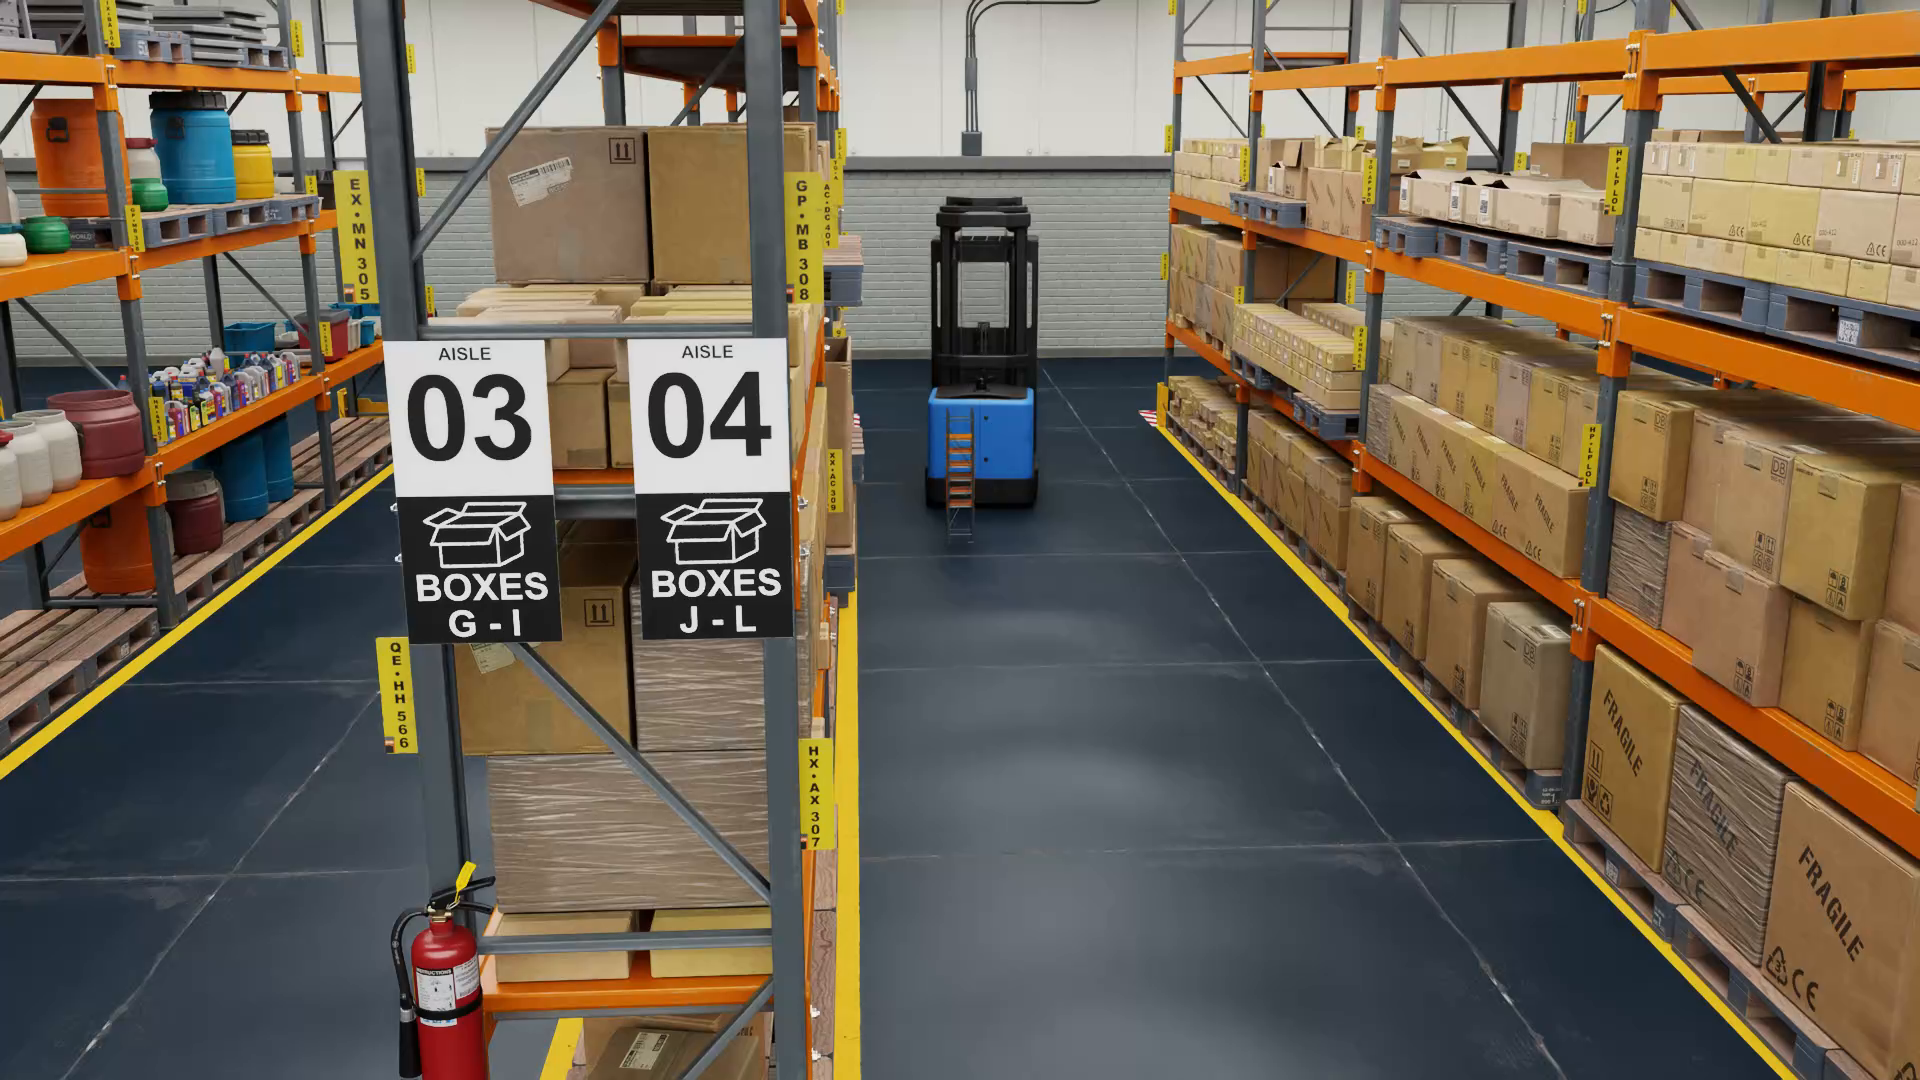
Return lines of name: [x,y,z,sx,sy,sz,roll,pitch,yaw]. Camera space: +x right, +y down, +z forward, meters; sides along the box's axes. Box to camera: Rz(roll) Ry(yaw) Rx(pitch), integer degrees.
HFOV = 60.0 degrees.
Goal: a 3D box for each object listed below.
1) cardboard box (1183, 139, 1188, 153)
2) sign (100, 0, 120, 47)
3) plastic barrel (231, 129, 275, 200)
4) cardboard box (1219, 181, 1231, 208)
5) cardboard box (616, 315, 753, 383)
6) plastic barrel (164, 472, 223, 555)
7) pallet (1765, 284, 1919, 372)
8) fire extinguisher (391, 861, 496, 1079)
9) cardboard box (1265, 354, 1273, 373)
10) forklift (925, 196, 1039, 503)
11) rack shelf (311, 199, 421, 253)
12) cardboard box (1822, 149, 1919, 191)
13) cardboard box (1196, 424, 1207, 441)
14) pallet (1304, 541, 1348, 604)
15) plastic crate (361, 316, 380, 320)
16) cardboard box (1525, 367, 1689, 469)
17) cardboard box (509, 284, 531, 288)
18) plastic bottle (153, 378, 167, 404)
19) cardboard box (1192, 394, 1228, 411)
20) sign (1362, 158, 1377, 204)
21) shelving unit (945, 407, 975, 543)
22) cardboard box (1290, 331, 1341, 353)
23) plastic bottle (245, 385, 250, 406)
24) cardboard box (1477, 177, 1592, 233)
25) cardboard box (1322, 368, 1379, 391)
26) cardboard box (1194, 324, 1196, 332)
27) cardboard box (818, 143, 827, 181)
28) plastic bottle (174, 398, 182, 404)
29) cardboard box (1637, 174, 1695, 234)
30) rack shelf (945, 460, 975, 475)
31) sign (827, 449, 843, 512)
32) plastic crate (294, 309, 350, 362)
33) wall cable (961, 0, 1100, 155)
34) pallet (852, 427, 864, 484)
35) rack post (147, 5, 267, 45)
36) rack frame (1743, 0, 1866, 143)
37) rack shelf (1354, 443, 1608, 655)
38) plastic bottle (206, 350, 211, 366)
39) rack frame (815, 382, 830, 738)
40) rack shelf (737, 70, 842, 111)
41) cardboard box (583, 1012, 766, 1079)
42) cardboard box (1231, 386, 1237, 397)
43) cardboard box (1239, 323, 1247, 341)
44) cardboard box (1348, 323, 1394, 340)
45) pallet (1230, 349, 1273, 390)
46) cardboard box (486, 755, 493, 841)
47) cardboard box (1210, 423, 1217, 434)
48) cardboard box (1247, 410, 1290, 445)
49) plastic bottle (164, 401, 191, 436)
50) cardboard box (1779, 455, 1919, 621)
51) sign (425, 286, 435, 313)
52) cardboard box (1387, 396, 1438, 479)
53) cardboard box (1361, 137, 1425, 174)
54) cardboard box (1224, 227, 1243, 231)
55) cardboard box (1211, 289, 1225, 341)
cardboard box: [2.762,-4.504,18.990,0.380,0.149,0.250,-1,14,-4]
sign: [-5.828,-3.547,11.400,0.100,0.325,0.005,-1,14,-3]
plastic barrel: [-6.365,-3.306,14.615,0.600,0.588,0.600,0,14,0]
cardboard box: [2.956,-3.533,17.018,0.500,0.250,0.500,-1,14,-4]
cardboard box: [-0.724,-0.520,4.507,0.380,0.149,0.250,-1,14,-4]
plastic barrel: [-6.494,-0.225,13.879,0.600,0.588,0.708,-1,14,-3]
pallet: [3.884,-0.824,6.368,1.003,0.211,1.213,-1,14,-3]
fire extinguisher: [-1.390,1.199,4.503,0.296,0.674,0.183,-1,14,-3]
cardboard box: [2.927,-1.562,14.740,0.380,0.149,0.250,-1,14,-4]
forklift: [0.261,-2.088,17.258,1.130,2.935,3.031,1,14,3]
rack shelf: [-6.748,-3.384,17.583,1.077,0.370,4.000,-1,14,-3]
cardboard box: [3.549,-1.416,6.349,0.380,0.149,0.250,-1,14,-4]
cardboard box: [2.850,-1.208,18.580,0.380,0.149,0.250,-1,14,-3]
pallet: [3.477,0.241,13.668,1.003,0.211,1.213,-1,14,-3]
plastic crate: [-6.641,-2.479,19.048,0.396,0.136,0.243,-1,14,-3]
cardboard box: [3.701,-0.705,9.538,0.700,0.500,0.500,-1,14,-4]
cardboard box: [-1.340,-0.836,5.735,0.380,0.149,0.250,-2,15,-6]
plastic bottle: [-6.768,-1.236,14.067,0.097,0.271,0.097,0,14,0]
cardboard box: [2.823,-1.553,18.729,0.380,0.149,0.250,-1,14,-3]
sign: [2.982,-2.611,12.096,0.100,0.325,0.005,-1,14,-3]
shelving unit: [0.001,-0.577,14.863,0.258,1.200,0.189,-1,14,-3]
cardboard box: [2.977,-1.654,13.903,0.380,0.149,0.250,-1,14,-3]
plastic bottle: [-6.166,-1.257,14.292,0.097,0.201,0.097,0,14,0]
cardboard box: [3.443,-2.015,9.952,0.500,0.311,0.500,-1,14,-5]
cardboard box: [3.038,-1.257,12.957,0.380,0.149,0.250,-1,14,-2]
cardboard box: [2.886,-2.437,18.983,0.380,0.149,0.250,-1,14,-4]
cardboard box: [-1.096,-2.242,10.496,0.500,0.500,0.500,-1,14,-2]
plastic bottle: [-6.150,-0.981,13.079,0.097,0.271,0.097,0,14,0]
cardboard box: [3.522,-1.571,7.752,0.500,0.250,0.500,-1,14,-3]
rack shelf: [0.001,-0.651,14.844,0.258,0.103,0.180,-1,14,-3]
sign: [-0.644,-0.299,8.431,0.100,0.325,0.005,-1,14,-3]
plastic crate: [-6.429,-2.068,16.797,0.402,0.464,0.583,-1,14,-3]
wall cable: [1.161,-8.776,24.622,2.277,5.999,0.120,-1,14,-3]
pallet: [-1.283,-0.596,11.706,1.213,0.211,1.003,-1,14,-3]
rack post: [-6.604,-4.441,14.380,0.937,0.300,0.954,-1,14,-4]
rack frame: [8.210,-4.917,16.078,1.000,3.000,0.127,-1,14,-3]
rack shelf: [3.647,-0.070,10.721,1.077,0.370,4.000,-1,14,-3]
plastic bottle: [-7.028,-1.628,15.569,0.061,0.283,0.133,-1,14,-3]
rack frame: [-1.185,0.131,8.498,1.000,3.000,0.127,-1,14,-3]
rack shelf: [-1.805,-4.720,17.556,1.077,0.370,4.000,-1,14,-3]
cardboard box: [-1.031,1.829,6.072,0.500,0.500,0.500,3,15,11]
cardboard box: [3.367,-1.697,19.287,0.380,0.149,0.250,-1,15,-6]
cardboard box: [2.859,-1.967,15.714,0.380,0.149,0.250,-1,14,-5]
cardboard box: [3.593,-1.792,14.440,0.380,0.149,0.250,-1,14,-4]
pallet: [3.178,-1.625,15.708,1.003,0.211,1.213,-1,14,-3]
cardboard box: [-1.095,0.673,5.592,0.875,0.500,0.500,-1,14,-3]
cardboard box: [2.923,-1.211,17.995,0.380,0.149,0.250,-1,14,-2]
cardboard box: [3.058,-1.078,15.867,0.500,0.250,0.500,-2,15,-6]
plastic bottle: [-6.109,-0.955,12.968,0.152,0.276,0.135,-1,14,-3]
cardboard box: [3.847,-0.021,6.620,0.875,0.550,0.500,-1,14,-3]
sign: [-6.324,-2.869,19.829,0.100,0.325,0.005,-1,14,-3]
cardboard box: [3.316,-0.722,11.611,0.500,0.500,0.500,-1,14,-4]
cardboard box: [3.239,-2.884,12.459,0.396,0.266,0.258,-1,14,-3]
cardboard box: [3.336,-3.346,19.206,0.500,0.500,0.500,-1,14,-5]
cardboard box: [2.933,-2.348,17.334,0.500,0.500,0.500,-1,14,-5]
